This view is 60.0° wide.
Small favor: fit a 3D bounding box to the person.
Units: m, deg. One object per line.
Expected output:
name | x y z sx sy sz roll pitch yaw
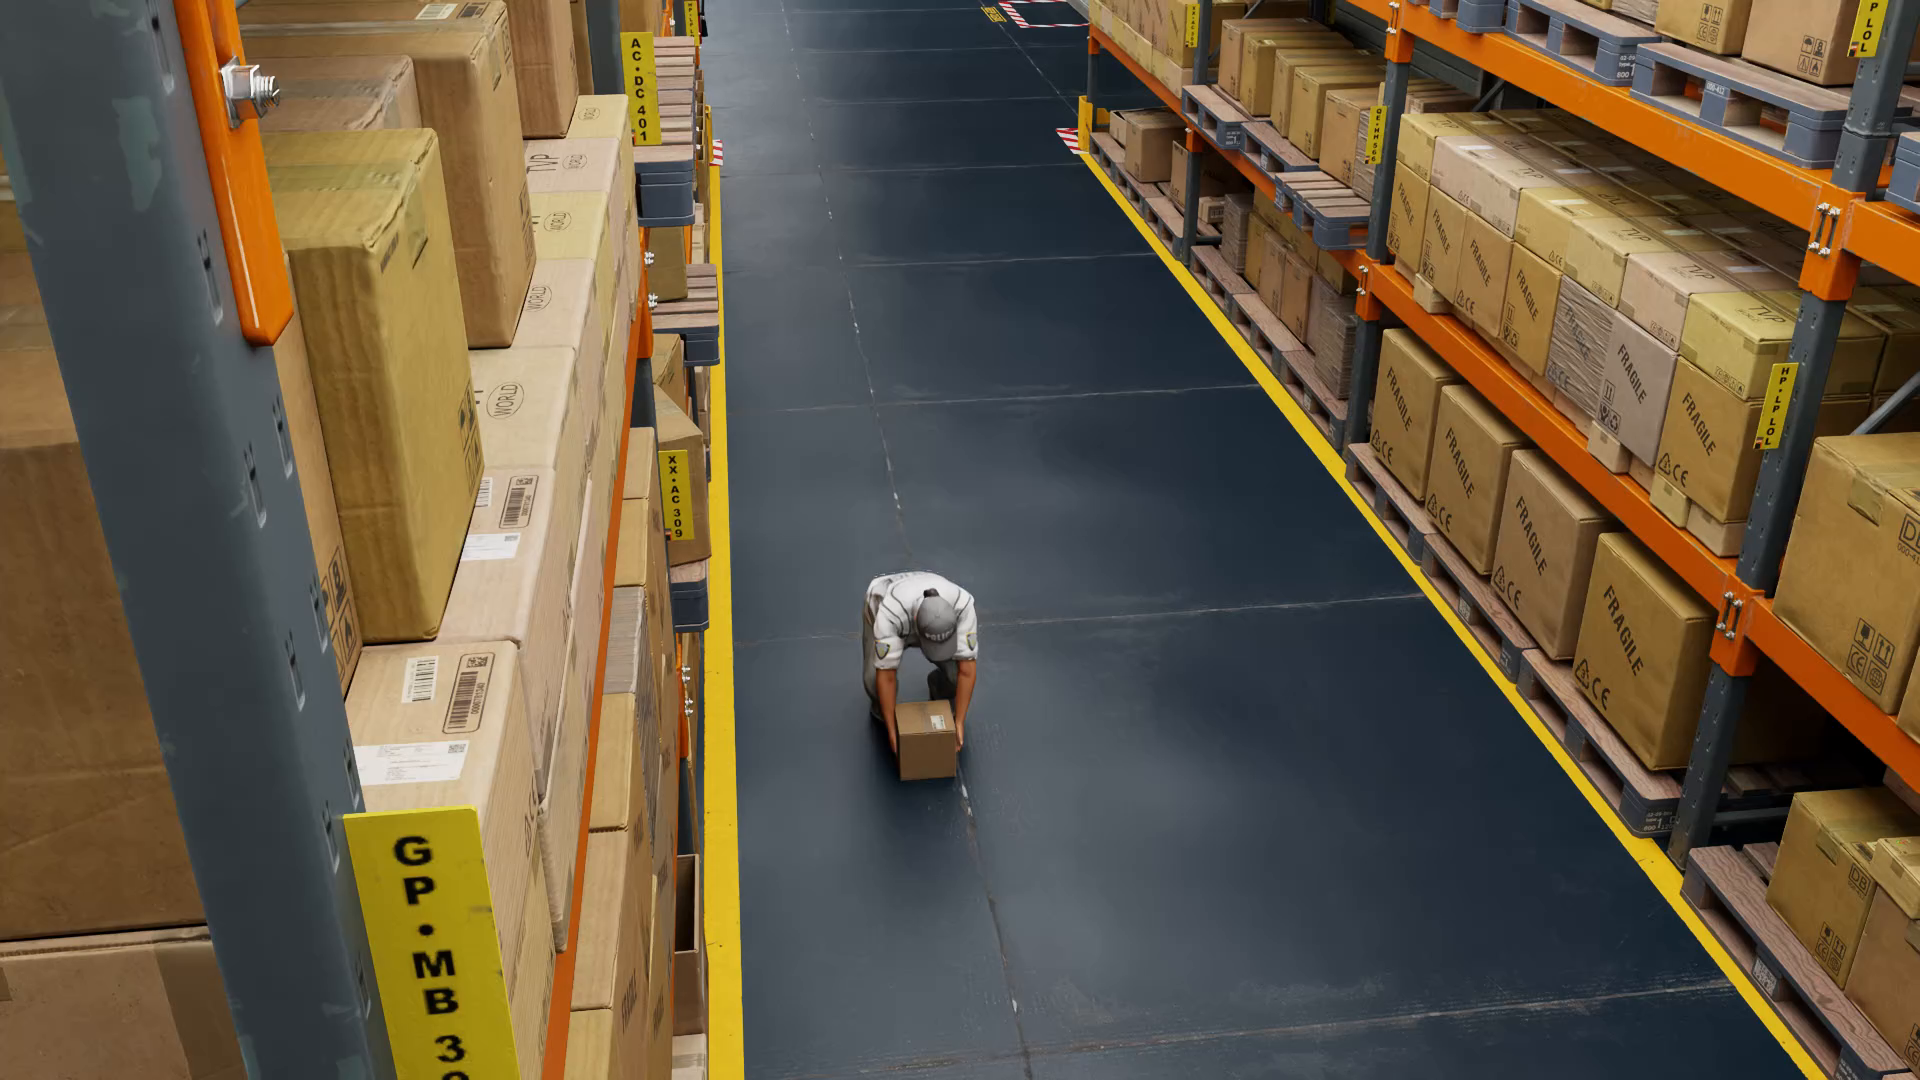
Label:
person | -0.195 0.478 7.605 0.524 0.837 0.867 -3 27 -6
